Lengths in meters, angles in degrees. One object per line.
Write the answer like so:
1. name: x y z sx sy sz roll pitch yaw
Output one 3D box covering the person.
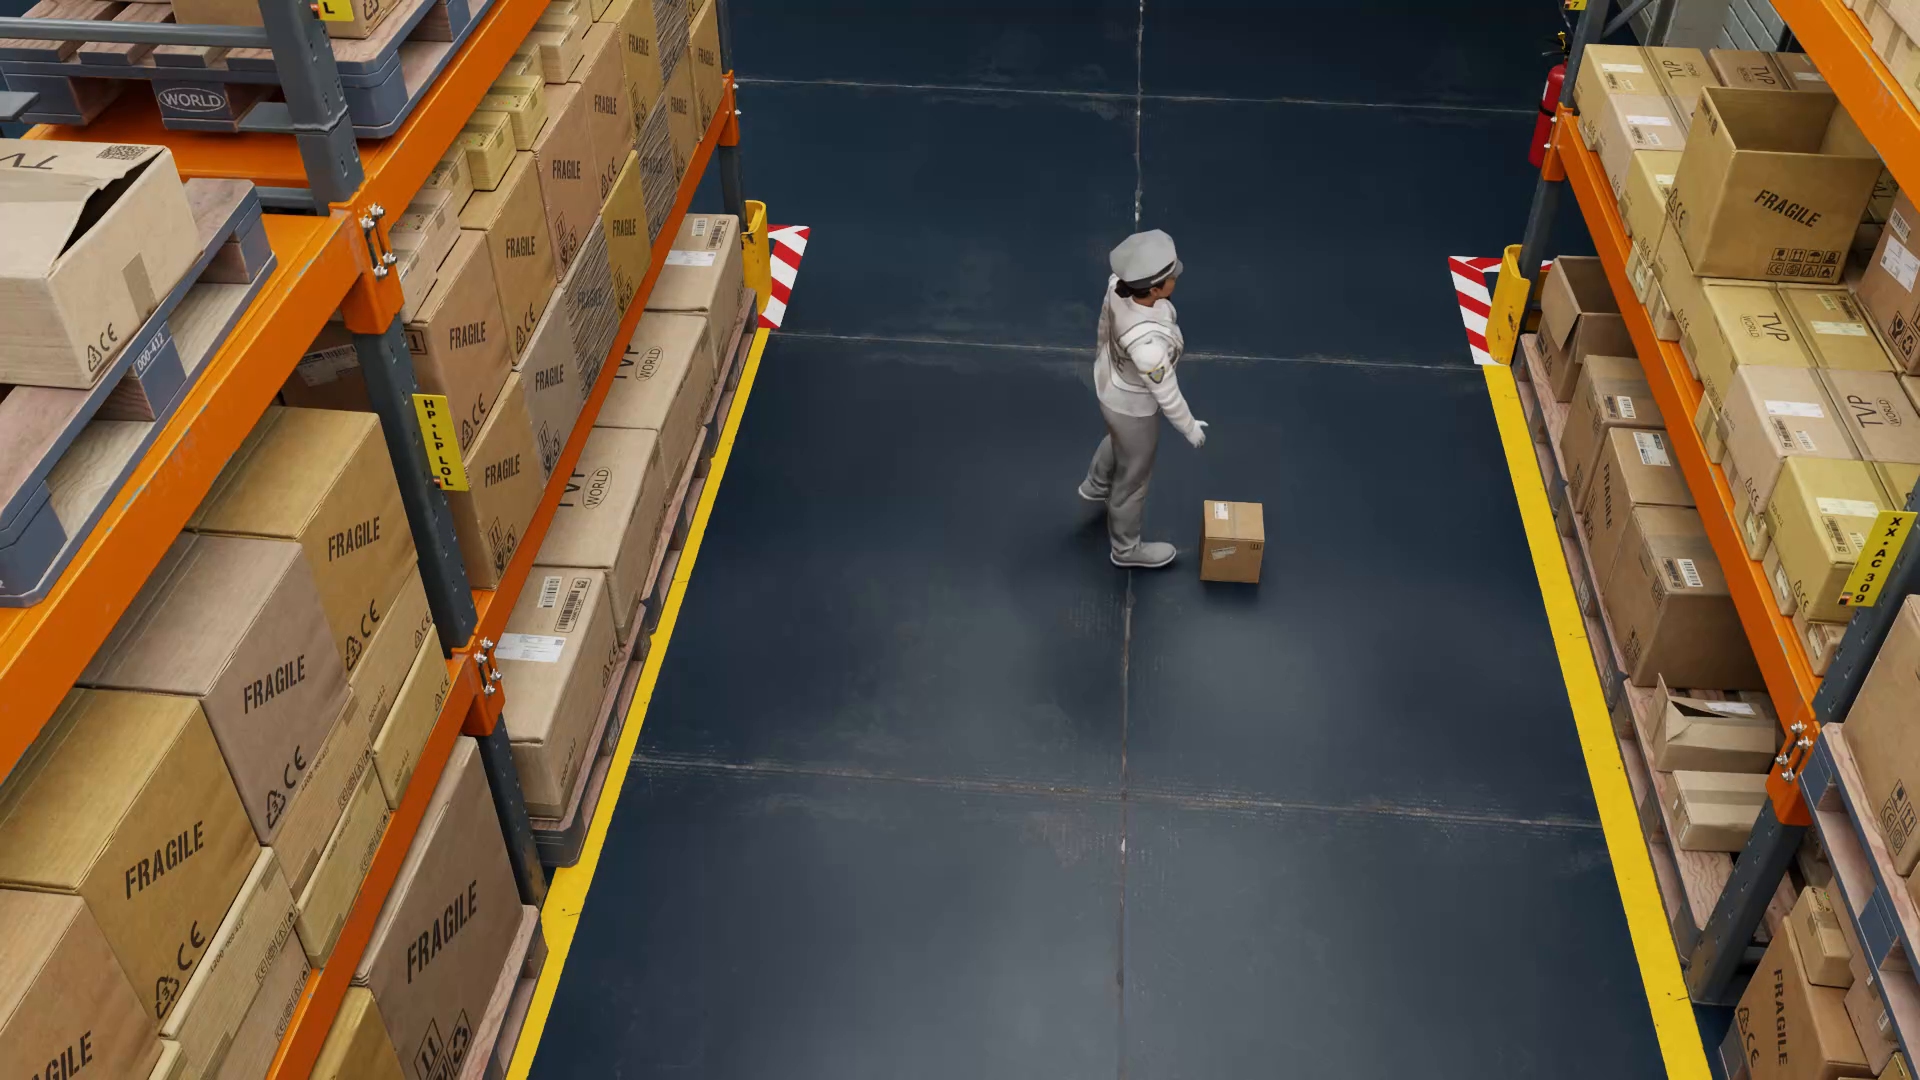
1. person: 0.768 -0.605 6.828 0.485 1.686 0.717 0 40 1
